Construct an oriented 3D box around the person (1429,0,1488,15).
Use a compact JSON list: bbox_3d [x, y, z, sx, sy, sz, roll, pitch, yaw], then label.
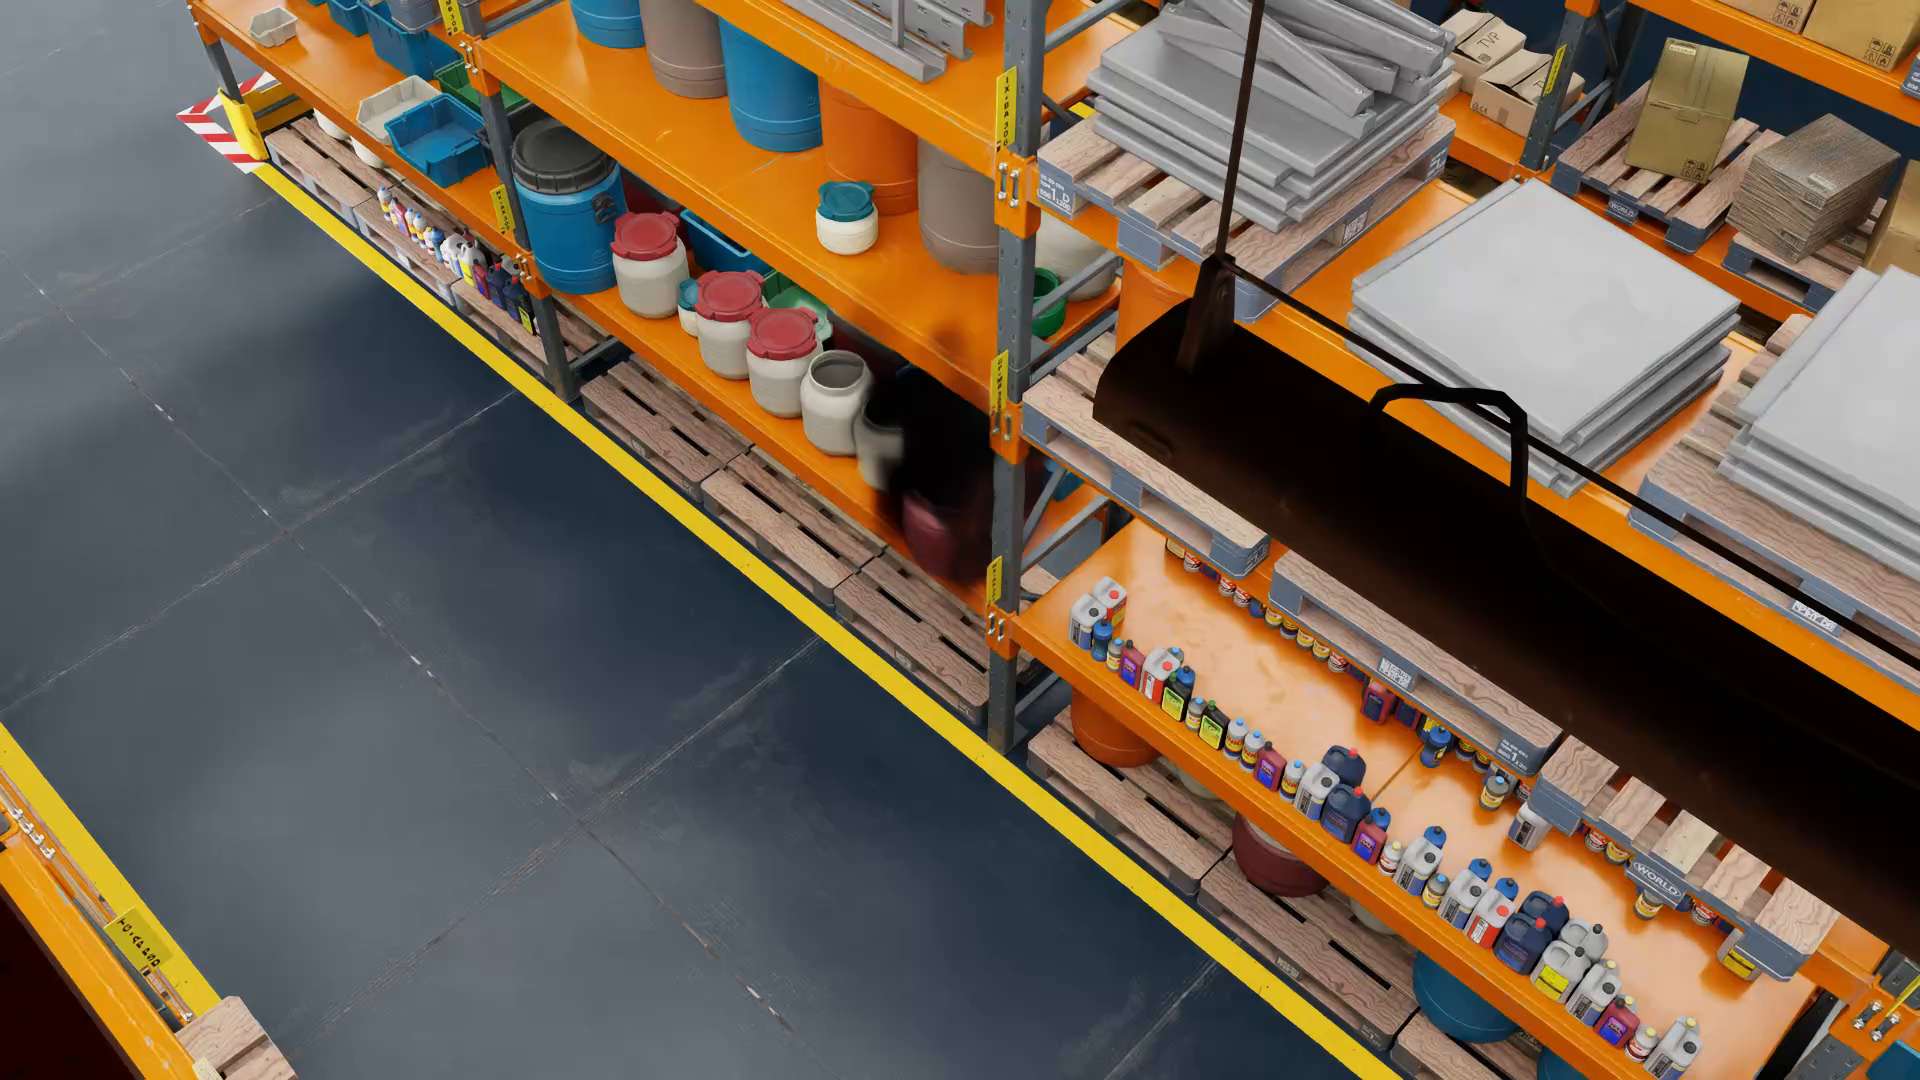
[{"bbox_3d":[4.078,-4.956,13.398,0.781,1.797,0.639,30,56,23],"label":"person"}]
